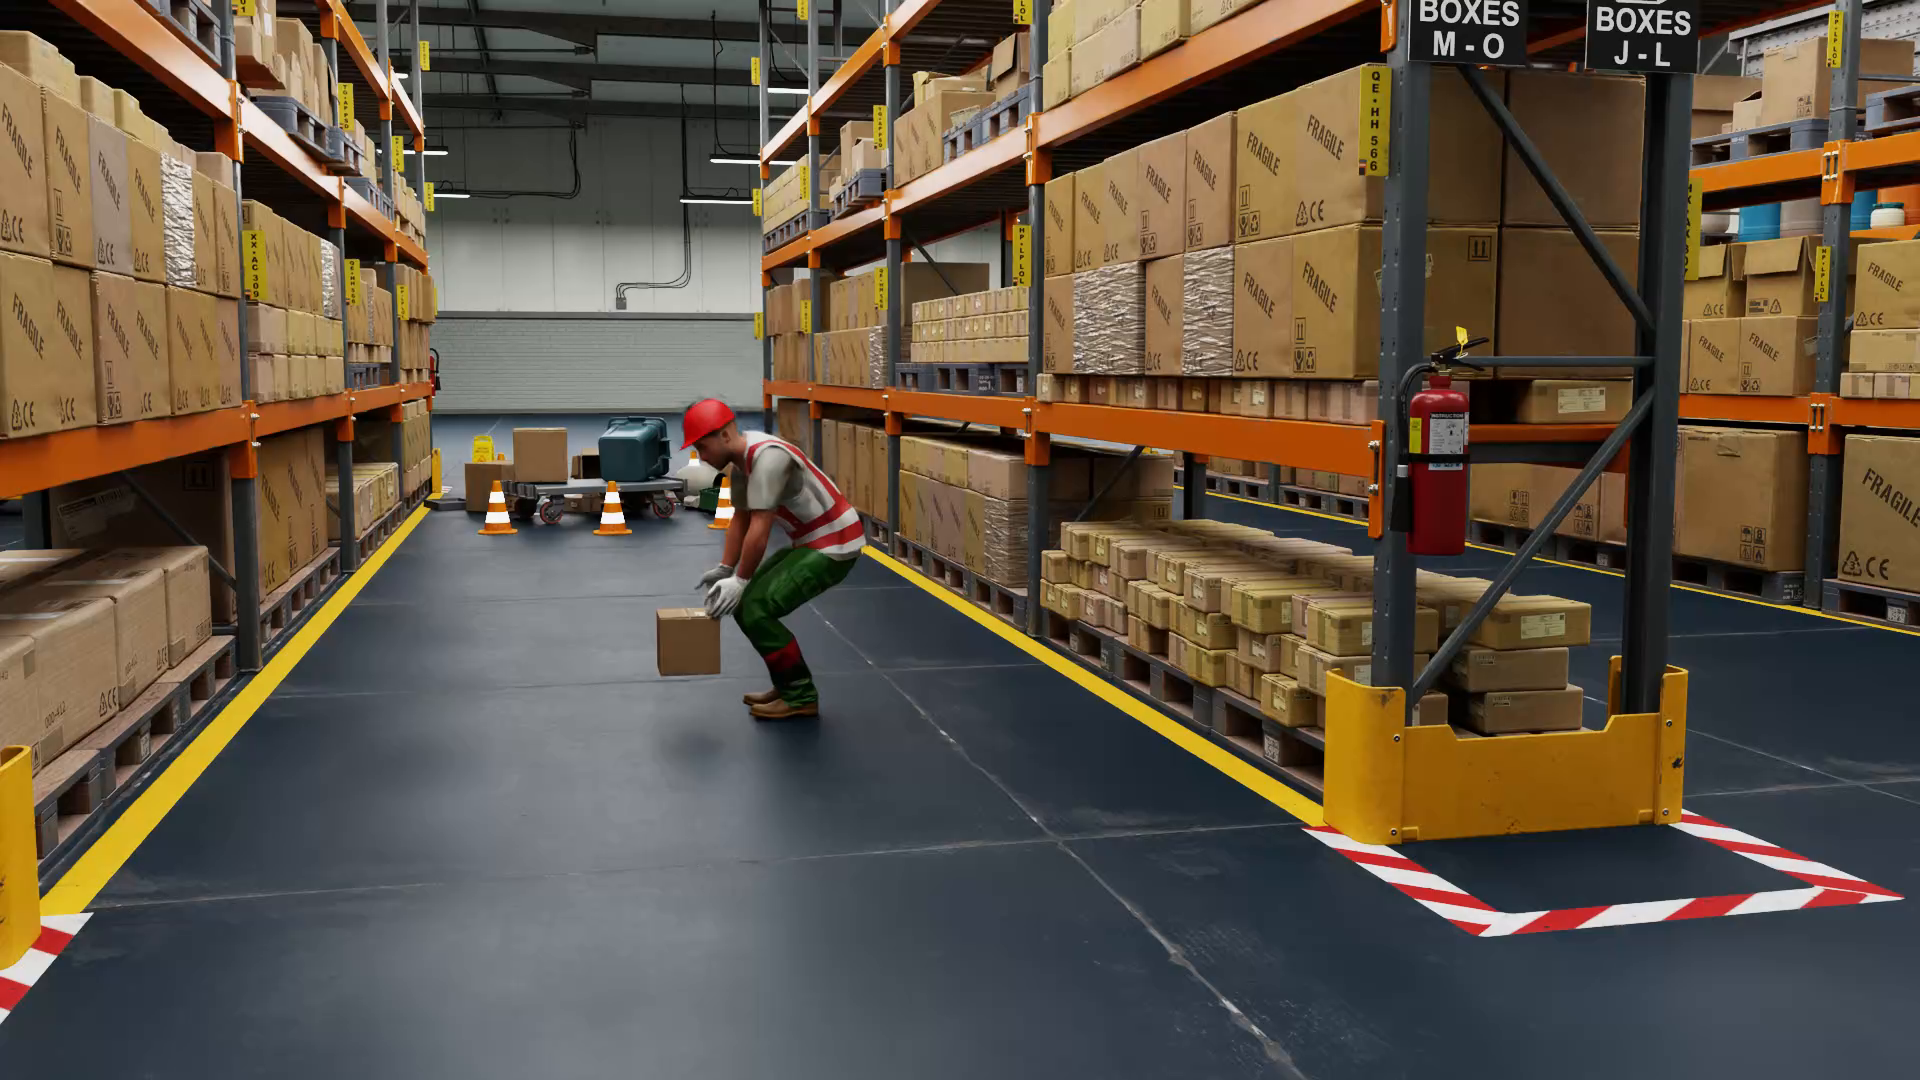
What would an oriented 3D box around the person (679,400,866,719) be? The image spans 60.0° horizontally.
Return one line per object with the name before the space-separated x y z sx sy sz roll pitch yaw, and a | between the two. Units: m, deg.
person | -0.795 0.079 7.109 0.793 1.354 0.585 -1 6 -14
